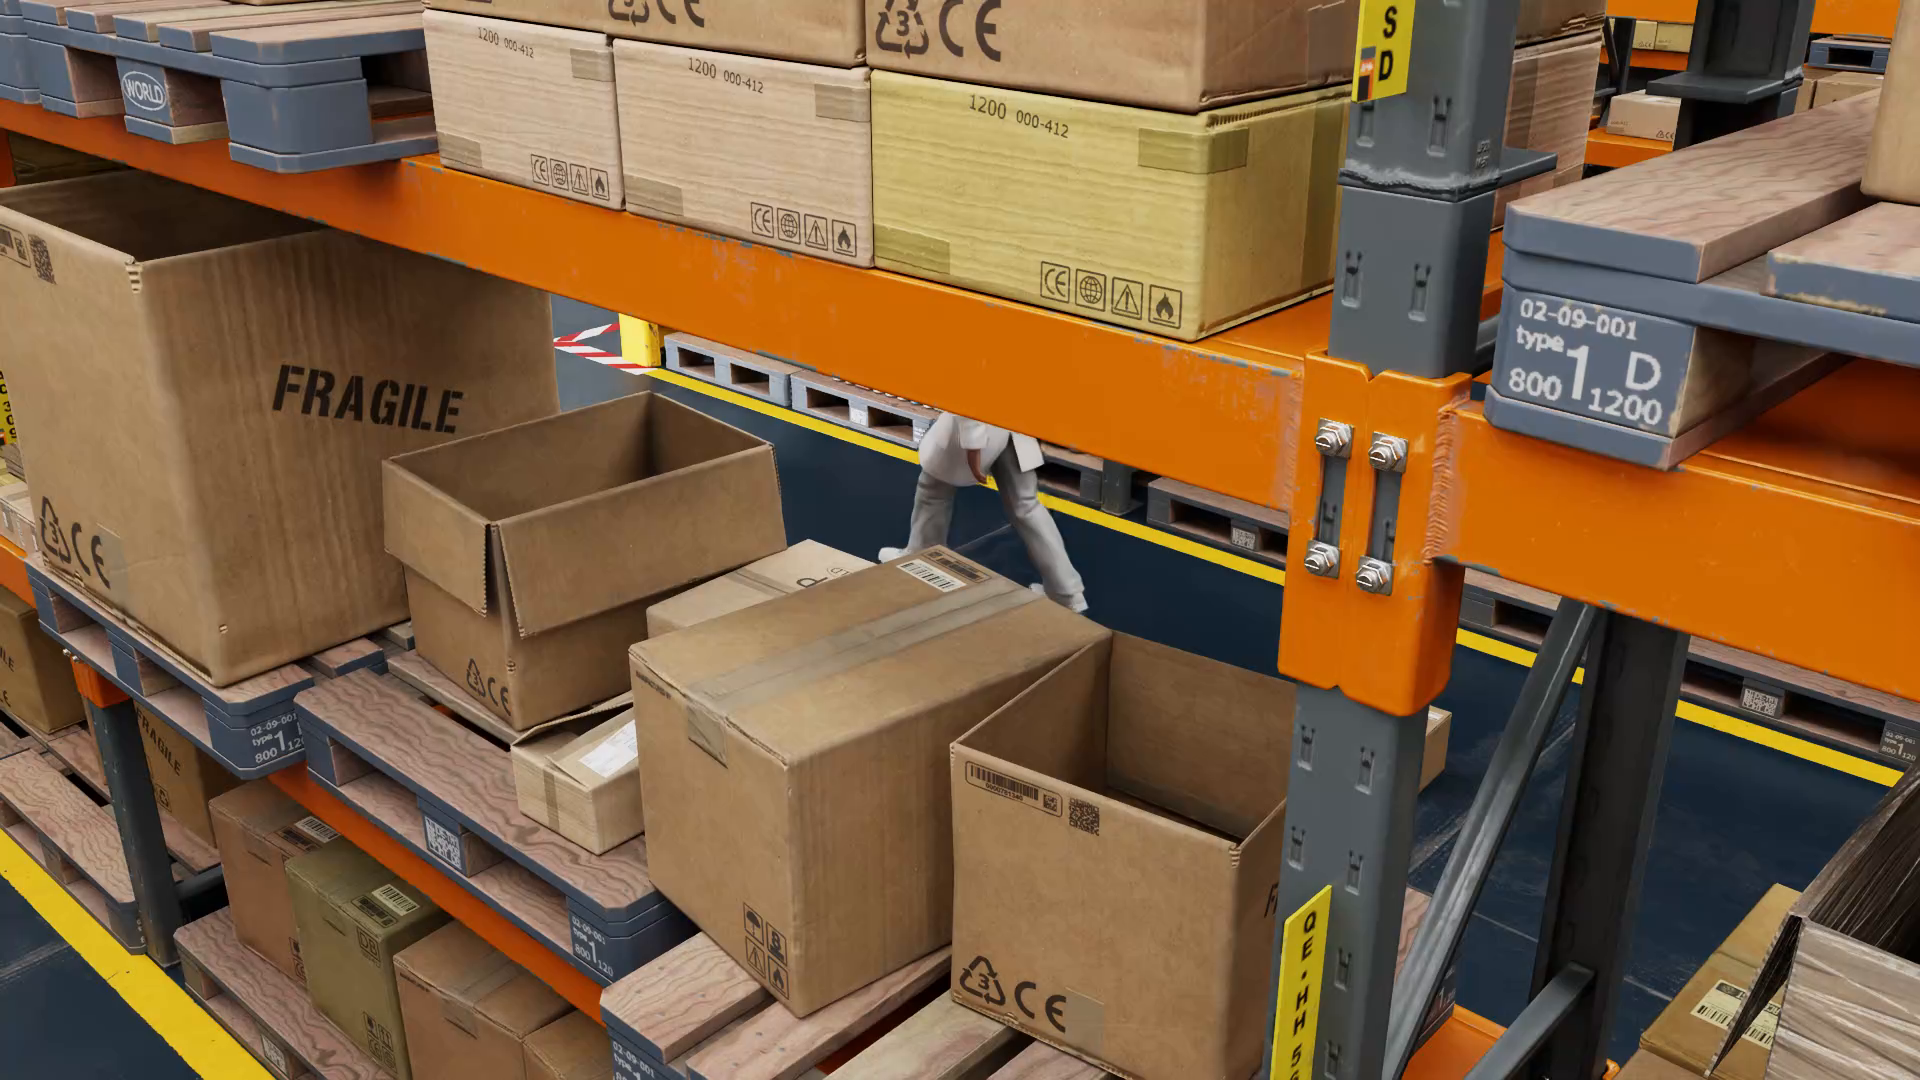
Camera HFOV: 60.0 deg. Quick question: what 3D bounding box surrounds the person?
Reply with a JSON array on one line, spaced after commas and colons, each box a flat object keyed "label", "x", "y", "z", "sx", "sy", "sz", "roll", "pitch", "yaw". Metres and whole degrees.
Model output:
[{"label": "person", "x": 0.109, "y": -0.524, "z": 7.314, "sx": 0.576, "sy": 1.726, "sz": 1.151, "roll": -22, "pitch": 32, "yaw": -40}]
